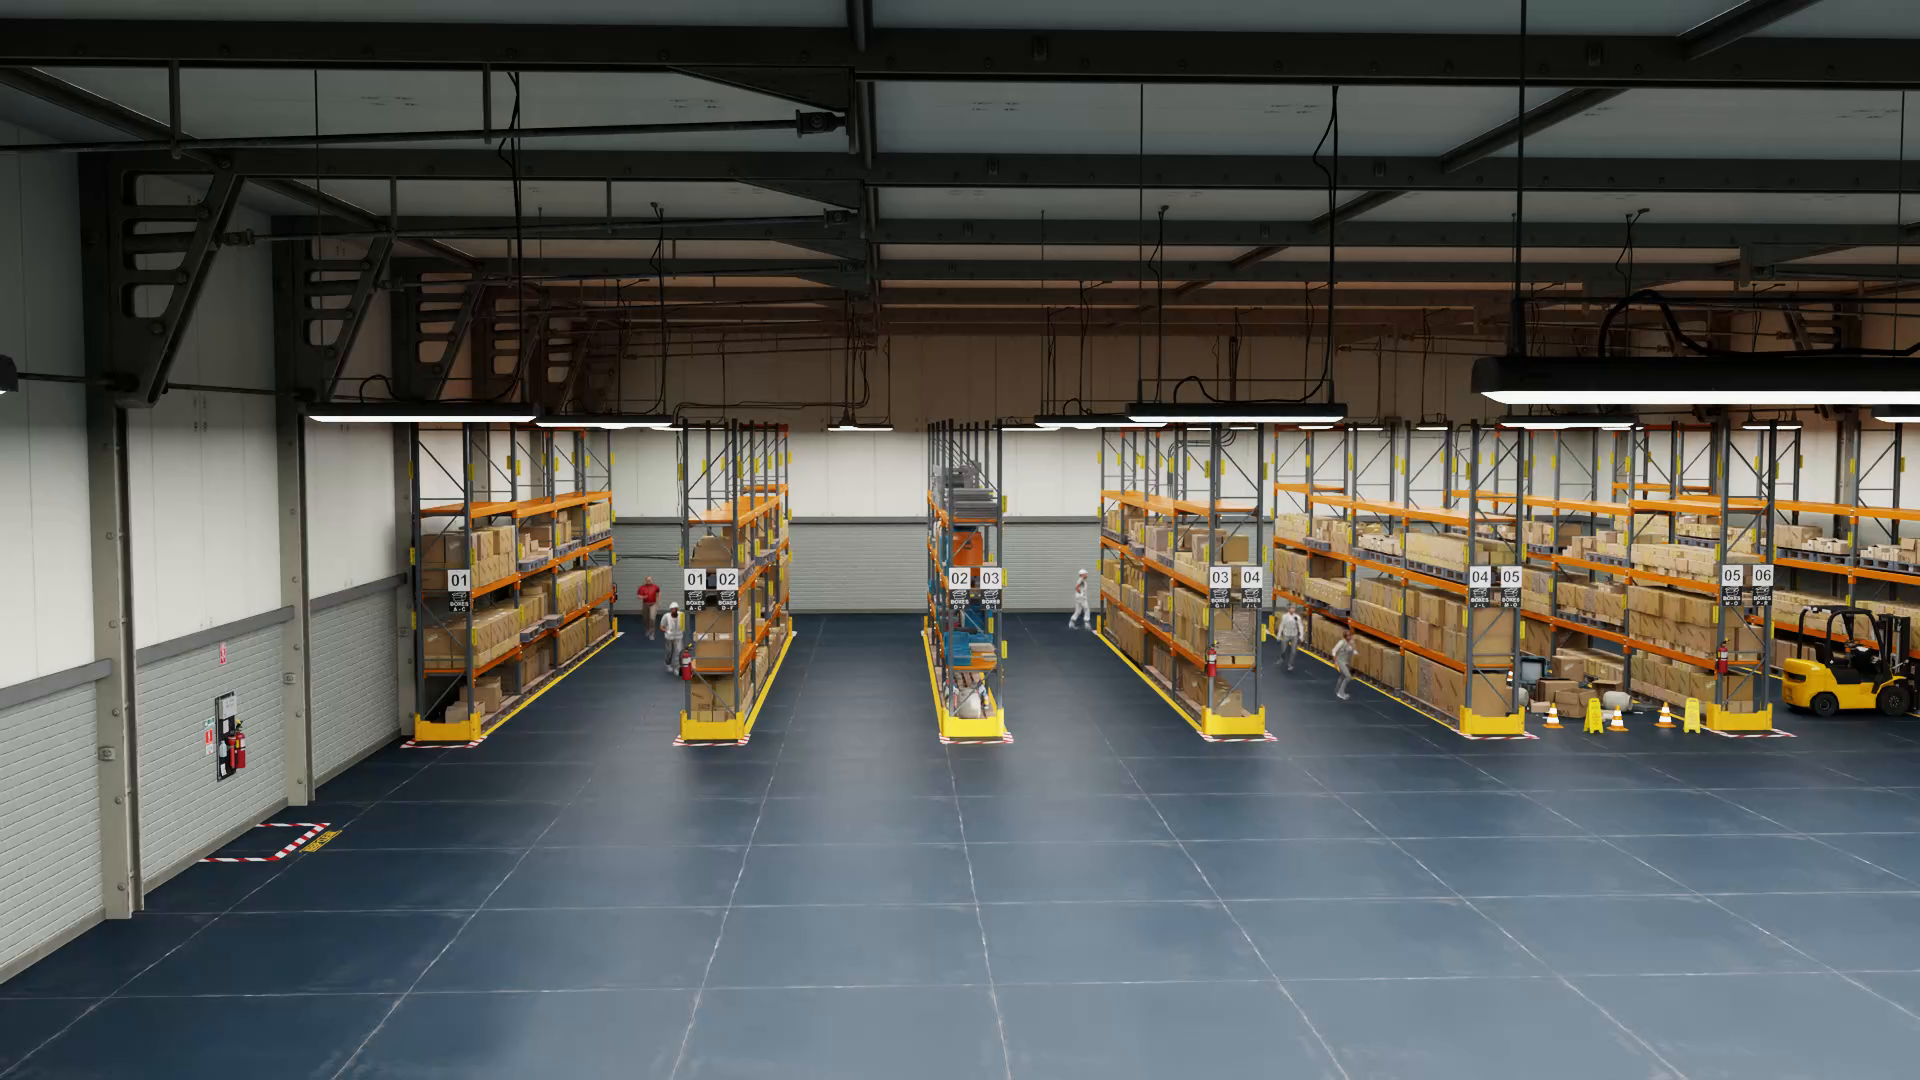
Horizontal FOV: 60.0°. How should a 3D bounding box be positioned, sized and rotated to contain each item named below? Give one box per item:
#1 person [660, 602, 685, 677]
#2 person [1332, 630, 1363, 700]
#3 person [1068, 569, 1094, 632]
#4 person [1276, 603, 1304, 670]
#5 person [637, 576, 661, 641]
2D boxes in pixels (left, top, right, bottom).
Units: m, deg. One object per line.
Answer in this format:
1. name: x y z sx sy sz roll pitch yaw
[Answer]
1. person: -6.791 2.329 39.374 0.691 1.751 0.948 -1 4 -19
2. person: 8.340 2.688 35.897 0.571 1.550 0.754 -3 5 -43
3. person: 3.511 1.744 48.310 0.775 1.775 0.780 0 4 -7
4. person: 7.991 2.321 40.266 0.640 1.649 0.639 1 4 9
5. person: -8.660 1.899 46.285 0.619 1.792 0.890 0 4 -4
